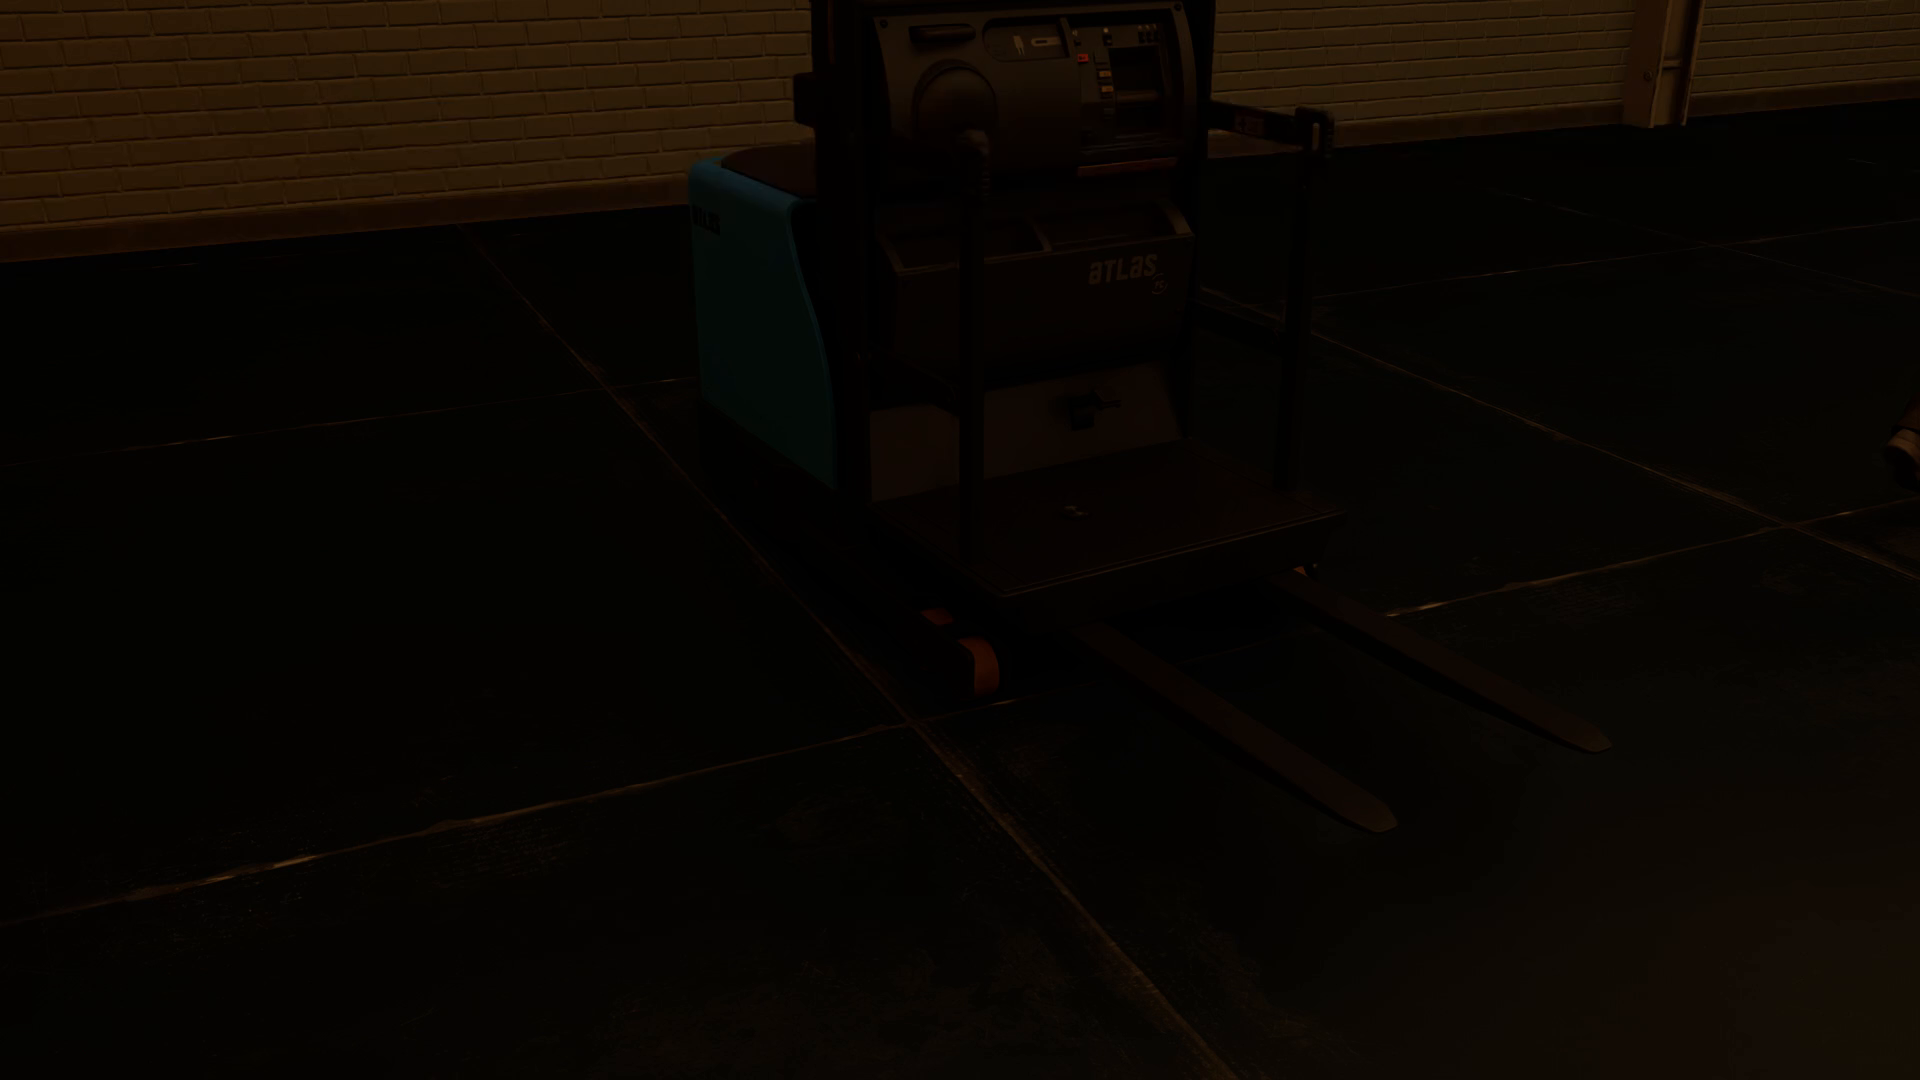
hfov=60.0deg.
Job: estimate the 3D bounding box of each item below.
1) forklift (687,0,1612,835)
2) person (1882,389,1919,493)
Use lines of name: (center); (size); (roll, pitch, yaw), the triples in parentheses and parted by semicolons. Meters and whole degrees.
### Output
forklift: (0.318, -1.153, 4.061); (1.130, 2.935, 3.031); (-13, 26, -28)
person: (3.187, -0.867, 4.906); (0.598, 1.760, 0.826); (-10, 25, -23)
